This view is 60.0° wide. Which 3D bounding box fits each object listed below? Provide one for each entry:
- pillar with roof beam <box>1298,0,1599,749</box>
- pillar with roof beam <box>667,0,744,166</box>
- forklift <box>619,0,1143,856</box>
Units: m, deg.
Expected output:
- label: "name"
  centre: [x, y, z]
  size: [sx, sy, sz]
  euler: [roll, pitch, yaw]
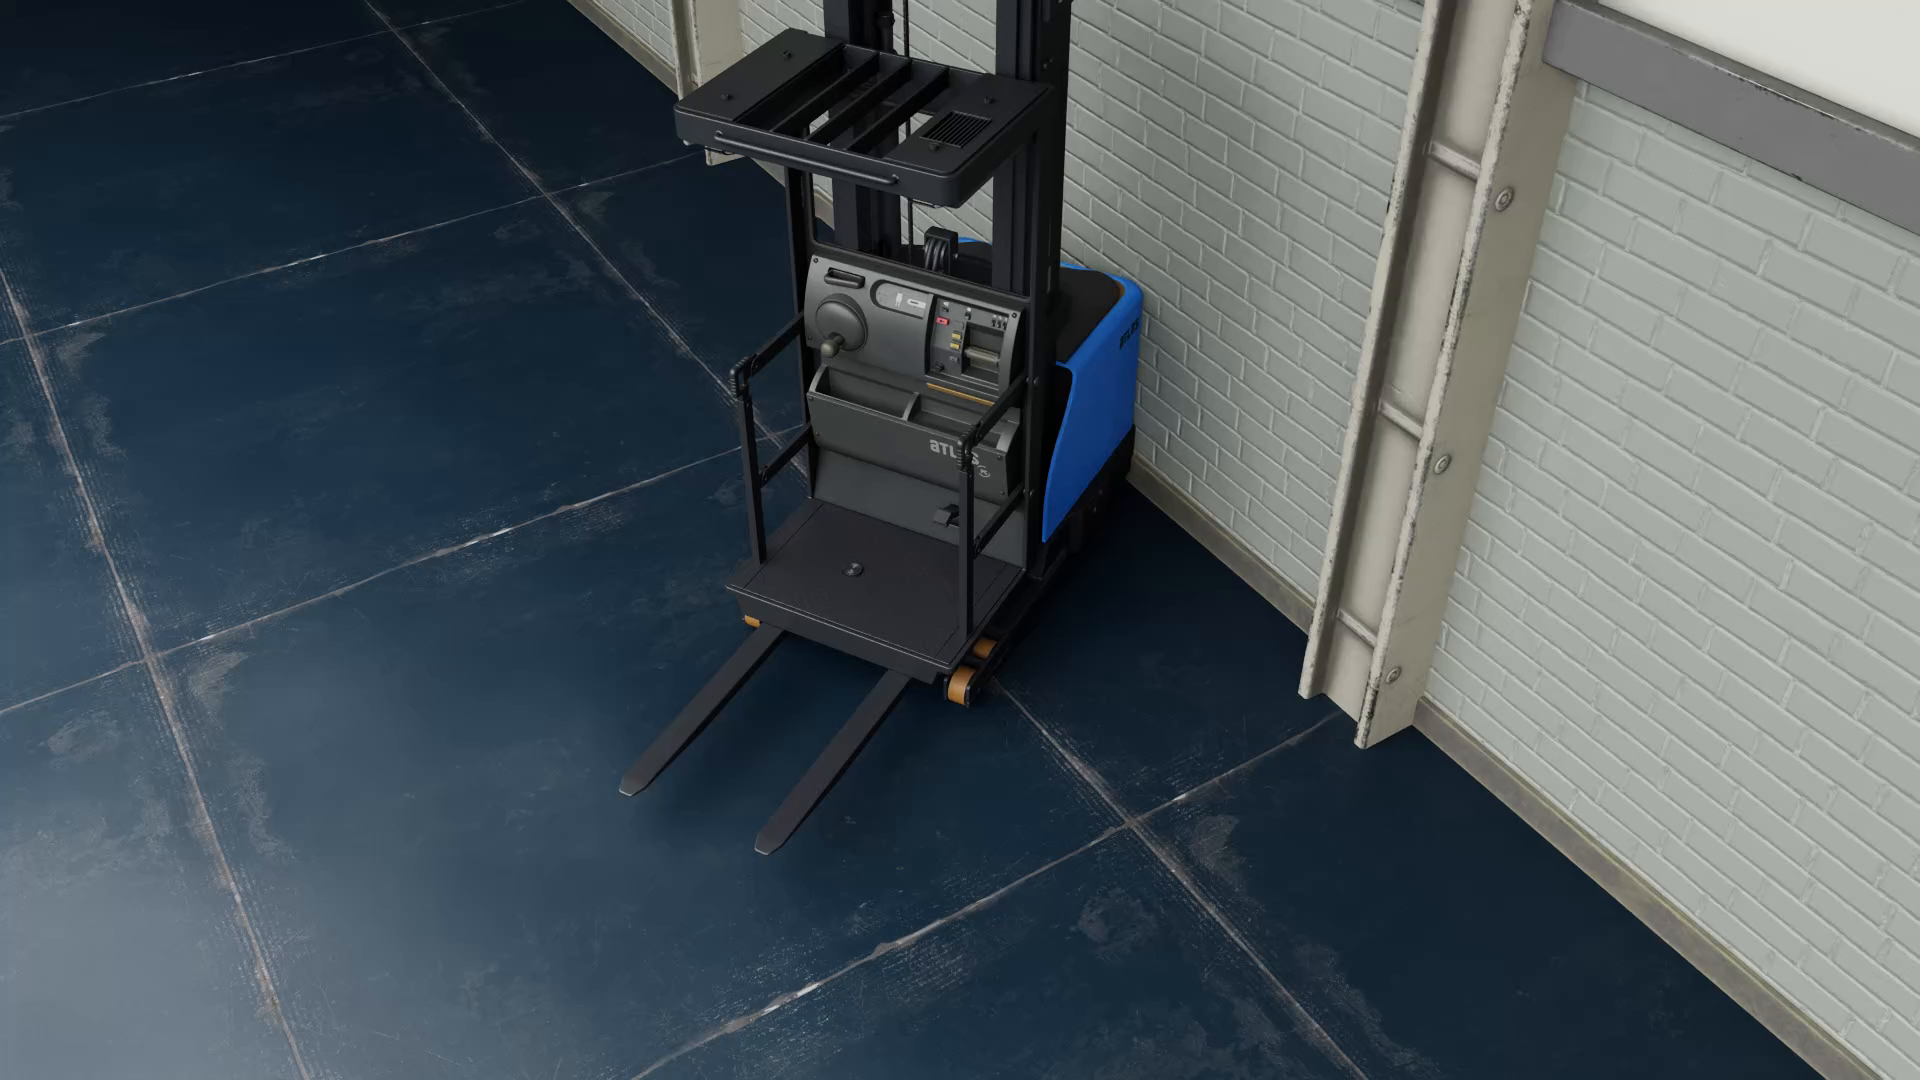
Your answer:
- label: "pillar with roof beam"
  centre: [-1.977, -1.285, 2.263]
  size: [9.100, 9.000, 0.400]
  euler: [-22, 45, -24]
- label: "pillar with roof beam"
  centre: [-5.203, -4.523, 6.149]
  size: [9.100, 9.000, 0.400]
  euler: [-22, 45, -24]
- label: "forklift"
  centre: [-0.292, -0.769, 6.383]
  size: [1.130, 2.935, 3.031]
  euler: [18, 43, 21]
